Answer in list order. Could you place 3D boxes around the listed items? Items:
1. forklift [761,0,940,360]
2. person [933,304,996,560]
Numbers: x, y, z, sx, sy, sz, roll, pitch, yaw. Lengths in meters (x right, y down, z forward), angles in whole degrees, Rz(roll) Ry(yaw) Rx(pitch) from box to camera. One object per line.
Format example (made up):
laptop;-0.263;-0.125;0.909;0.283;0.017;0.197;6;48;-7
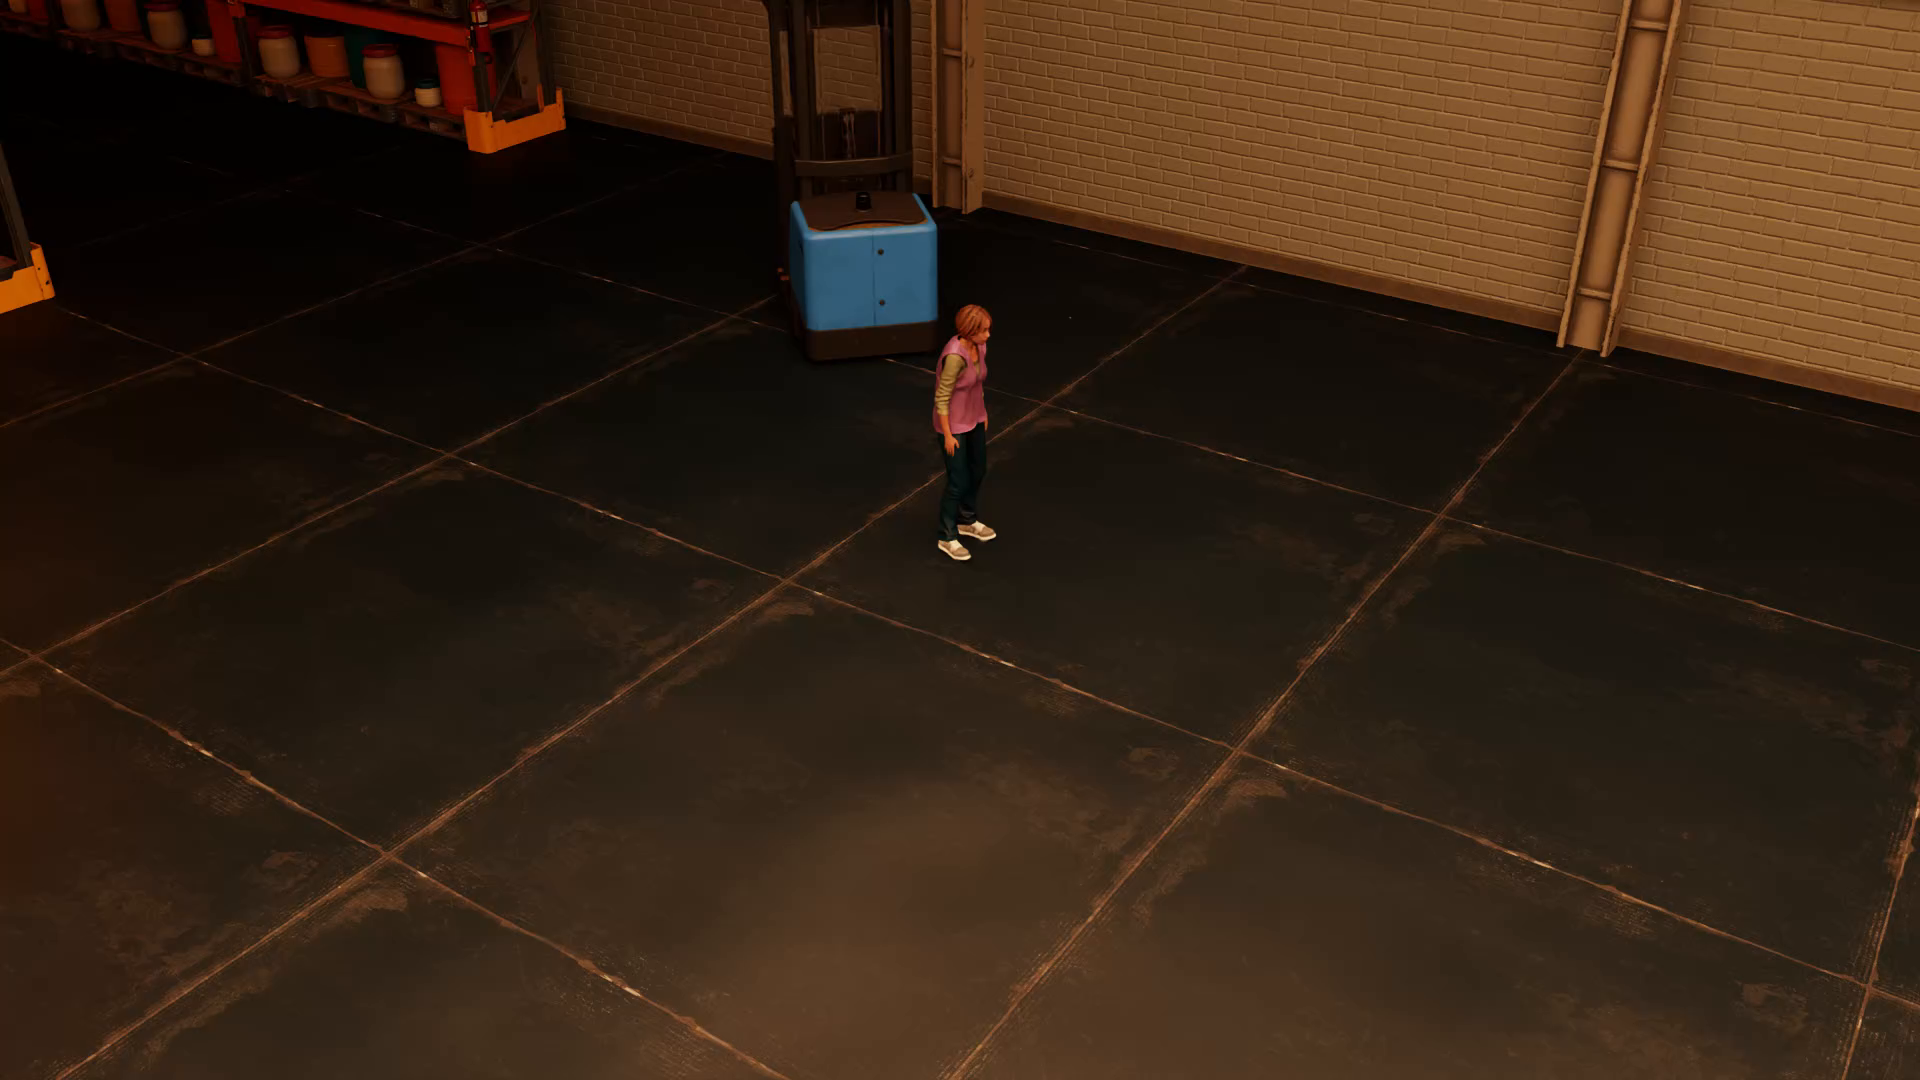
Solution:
forklift;-0.972;-3.367;13.379;1.130;2.935;3.031;-6;31;-11
person;0.021;-0.684;10.095;0.344;1.591;0.467;17;34;27
